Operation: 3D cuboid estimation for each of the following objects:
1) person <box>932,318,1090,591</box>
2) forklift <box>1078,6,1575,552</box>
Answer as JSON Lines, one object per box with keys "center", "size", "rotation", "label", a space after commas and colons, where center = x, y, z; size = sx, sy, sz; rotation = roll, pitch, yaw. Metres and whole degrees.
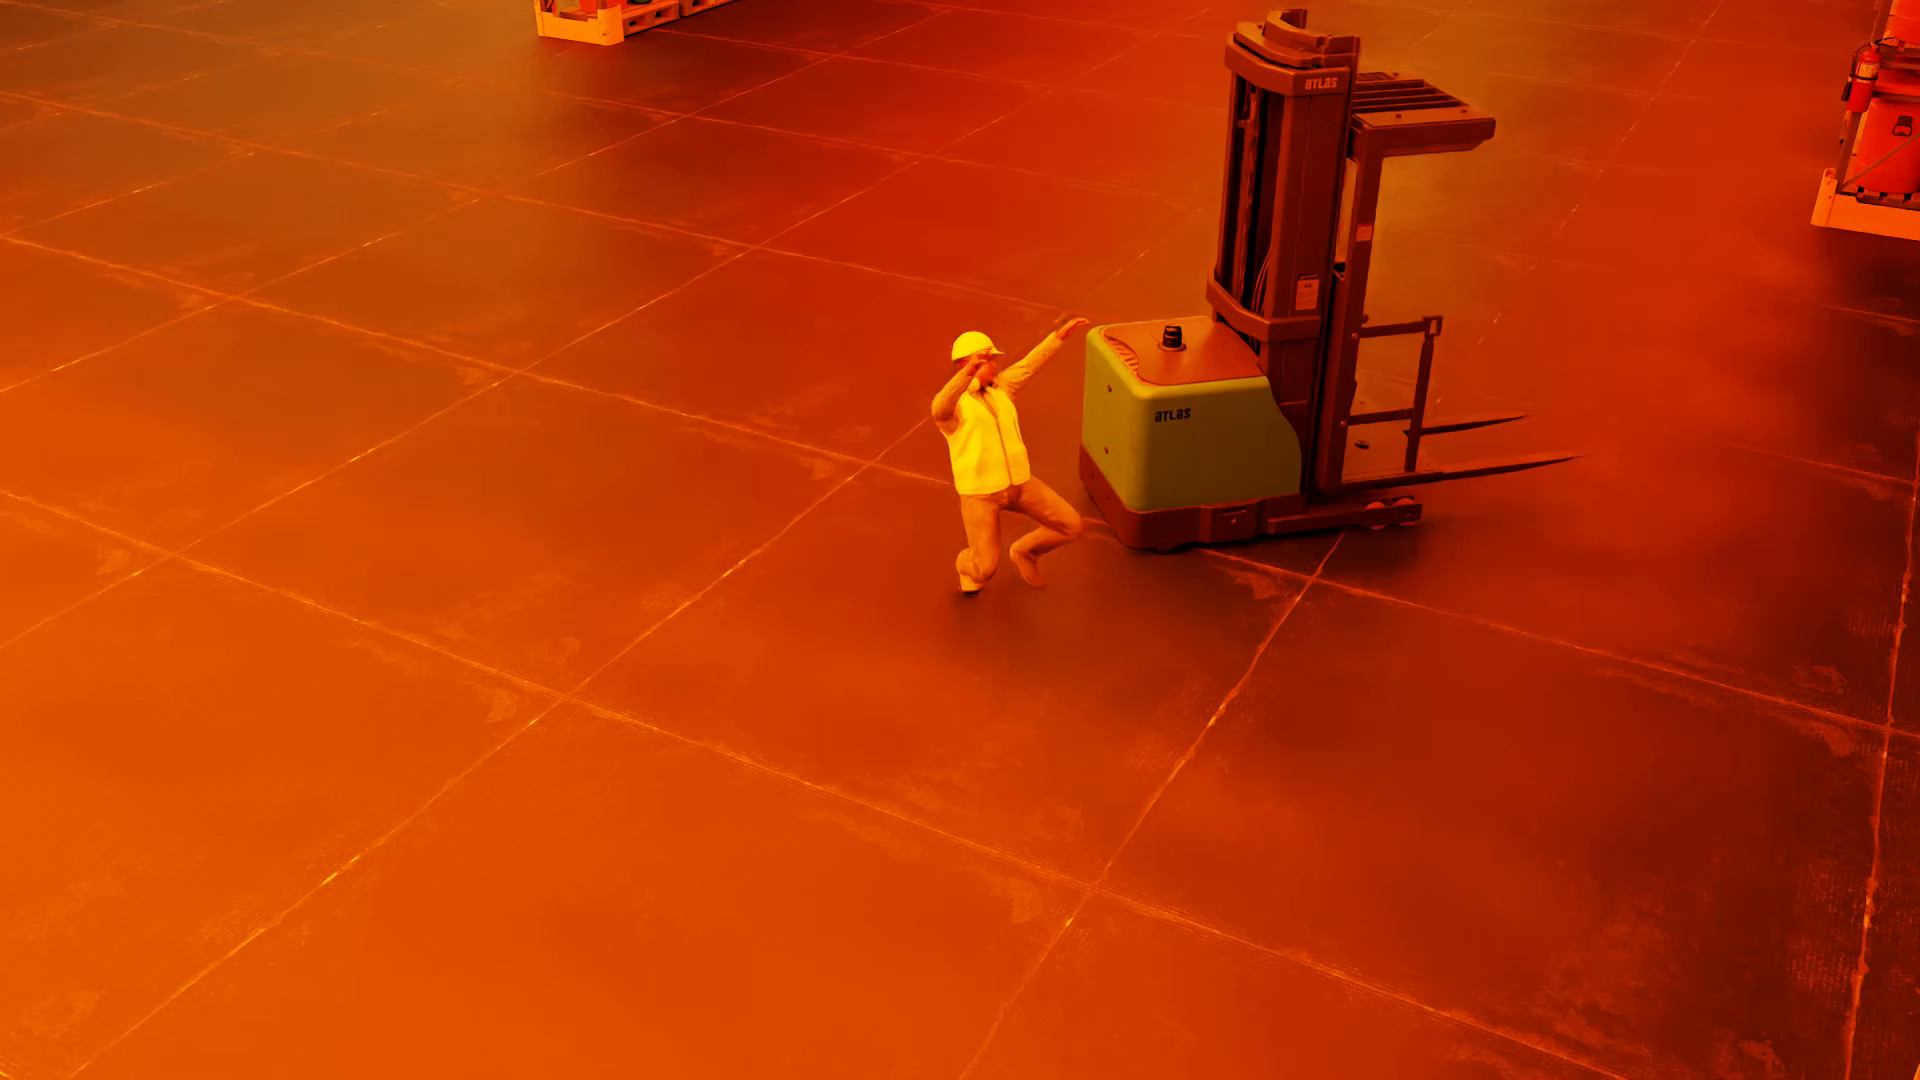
{"center": [0.306, -0.455, 9.196], "size": [1.015, 1.630, 0.818], "rotation": [-18, 35, -29], "label": "person"}
{"center": [2.327, -1.582, 9.811], "size": [3.031, 2.935, 1.130], "rotation": [-7, 31, -12], "label": "forklift"}
